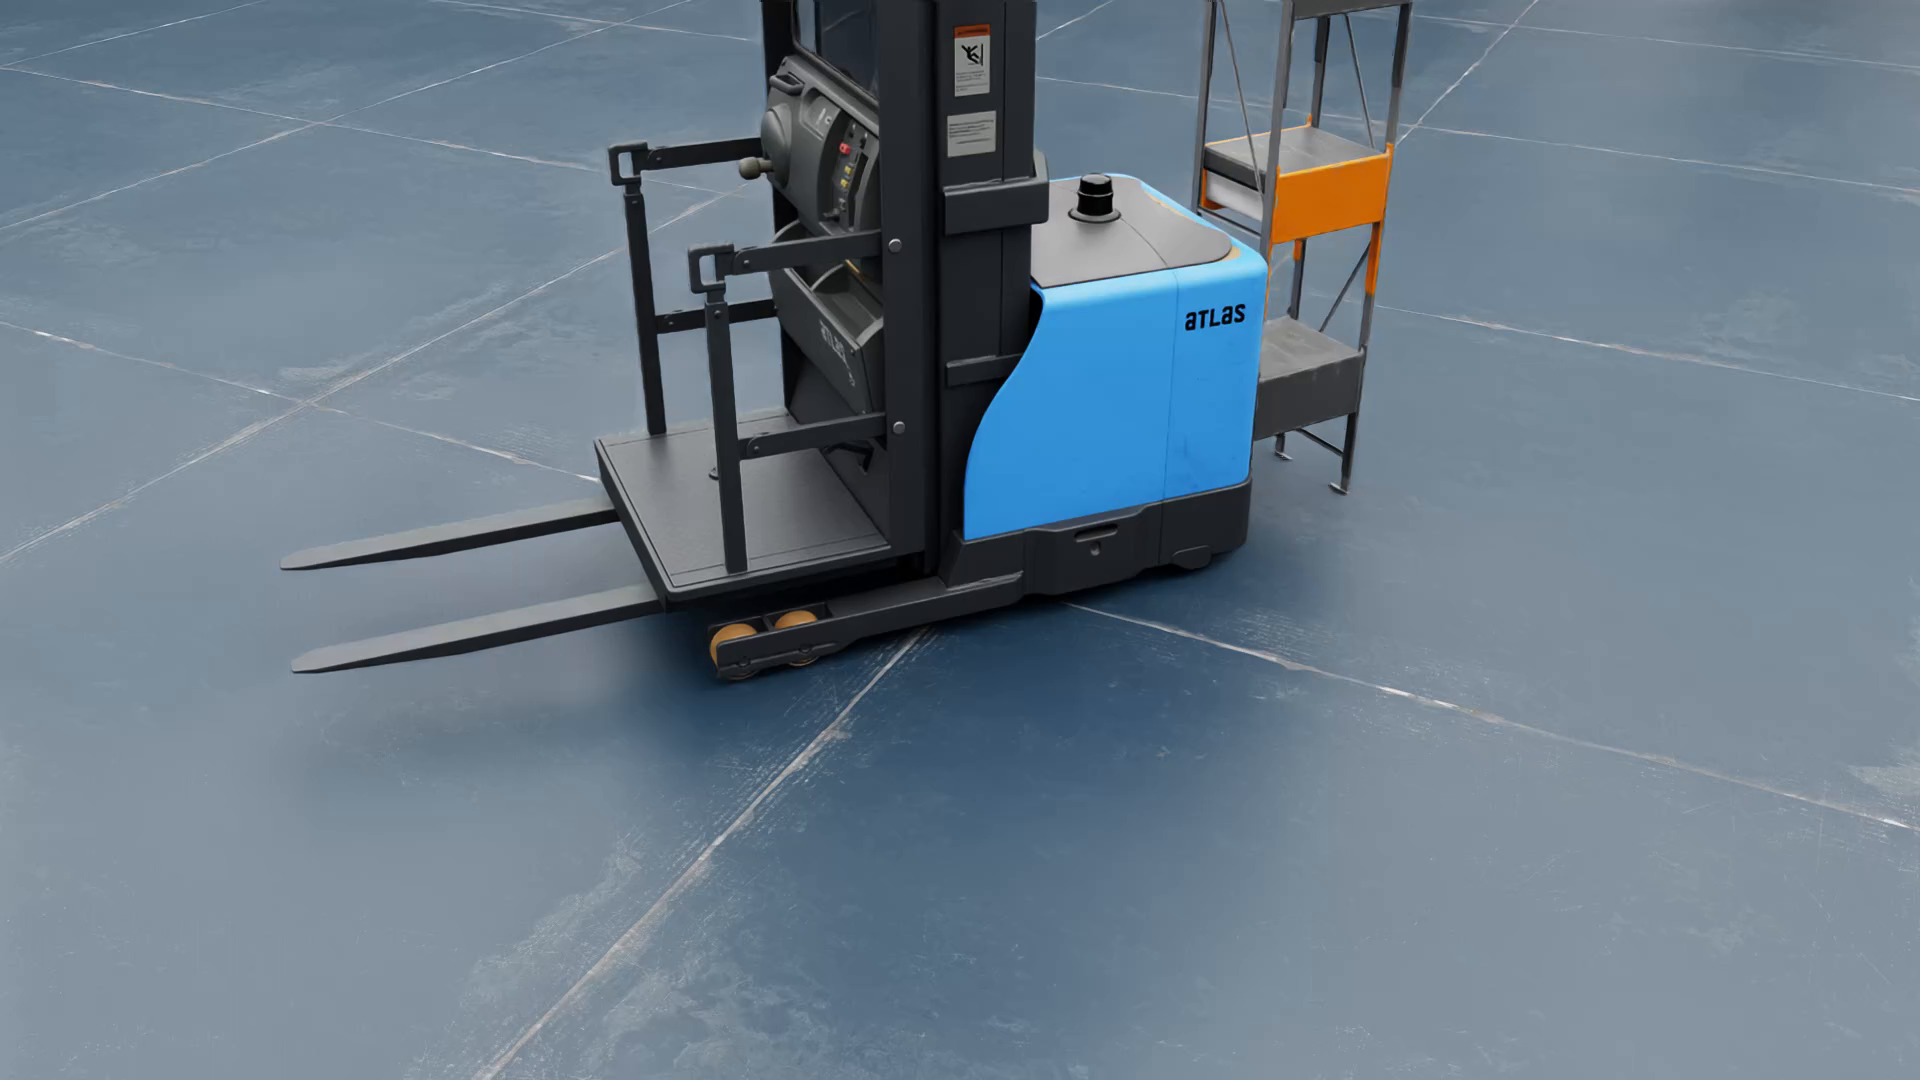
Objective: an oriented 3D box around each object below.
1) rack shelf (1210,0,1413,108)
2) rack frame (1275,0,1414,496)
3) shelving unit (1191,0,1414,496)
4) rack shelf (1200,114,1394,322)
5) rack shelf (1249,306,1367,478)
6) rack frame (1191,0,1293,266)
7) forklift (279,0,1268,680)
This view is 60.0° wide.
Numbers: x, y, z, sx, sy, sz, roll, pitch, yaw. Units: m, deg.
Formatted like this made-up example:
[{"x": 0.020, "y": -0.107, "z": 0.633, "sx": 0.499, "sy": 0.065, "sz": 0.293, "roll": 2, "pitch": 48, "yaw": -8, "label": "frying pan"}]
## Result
[{"x": 1.093, "y": -1.691, "z": 5.209, "sx": 0.480, "sy": 0.518, "sz": 0.431, "roll": -16, "pitch": 34, "yaw": -26, "label": "rack shelf"}, {"x": 1.304, "y": -1.157, "z": 5.657, "sx": 0.015, "sy": 2.100, "sz": 0.400, "roll": -16, "pitch": 34, "yaw": -26, "label": "rack frame"}, {"x": 1.093, "y": -1.096, "z": 5.550, "sx": 0.503, "sy": 2.100, "sz": 0.431, "roll": -16, "pitch": 34, "yaw": -26, "label": "shelving unit"}, {"x": 1.093, "y": -1.084, "z": 5.557, "sx": 0.480, "sy": 0.518, "sz": 0.431, "roll": -16, "pitch": 34, "yaw": -26, "label": "rack shelf"}, {"x": 1.093, "y": -0.477, "z": 5.906, "sx": 0.480, "sy": 0.518, "sz": 0.431, "roll": -16, "pitch": 34, "yaw": -26, "label": "rack shelf"}, {"x": 0.883, "y": -1.035, "z": 5.444, "sx": 0.015, "sy": 2.100, "sz": 0.400, "roll": -16, "pitch": 34, "yaw": -26, "label": "rack frame"}, {"x": -0.598, "y": -1.148, "z": 4.806, "sx": 3.031, "sy": 2.935, "sz": 1.130, "roll": -12, "pitch": 32, "yaw": -19, "label": "forklift"}]
